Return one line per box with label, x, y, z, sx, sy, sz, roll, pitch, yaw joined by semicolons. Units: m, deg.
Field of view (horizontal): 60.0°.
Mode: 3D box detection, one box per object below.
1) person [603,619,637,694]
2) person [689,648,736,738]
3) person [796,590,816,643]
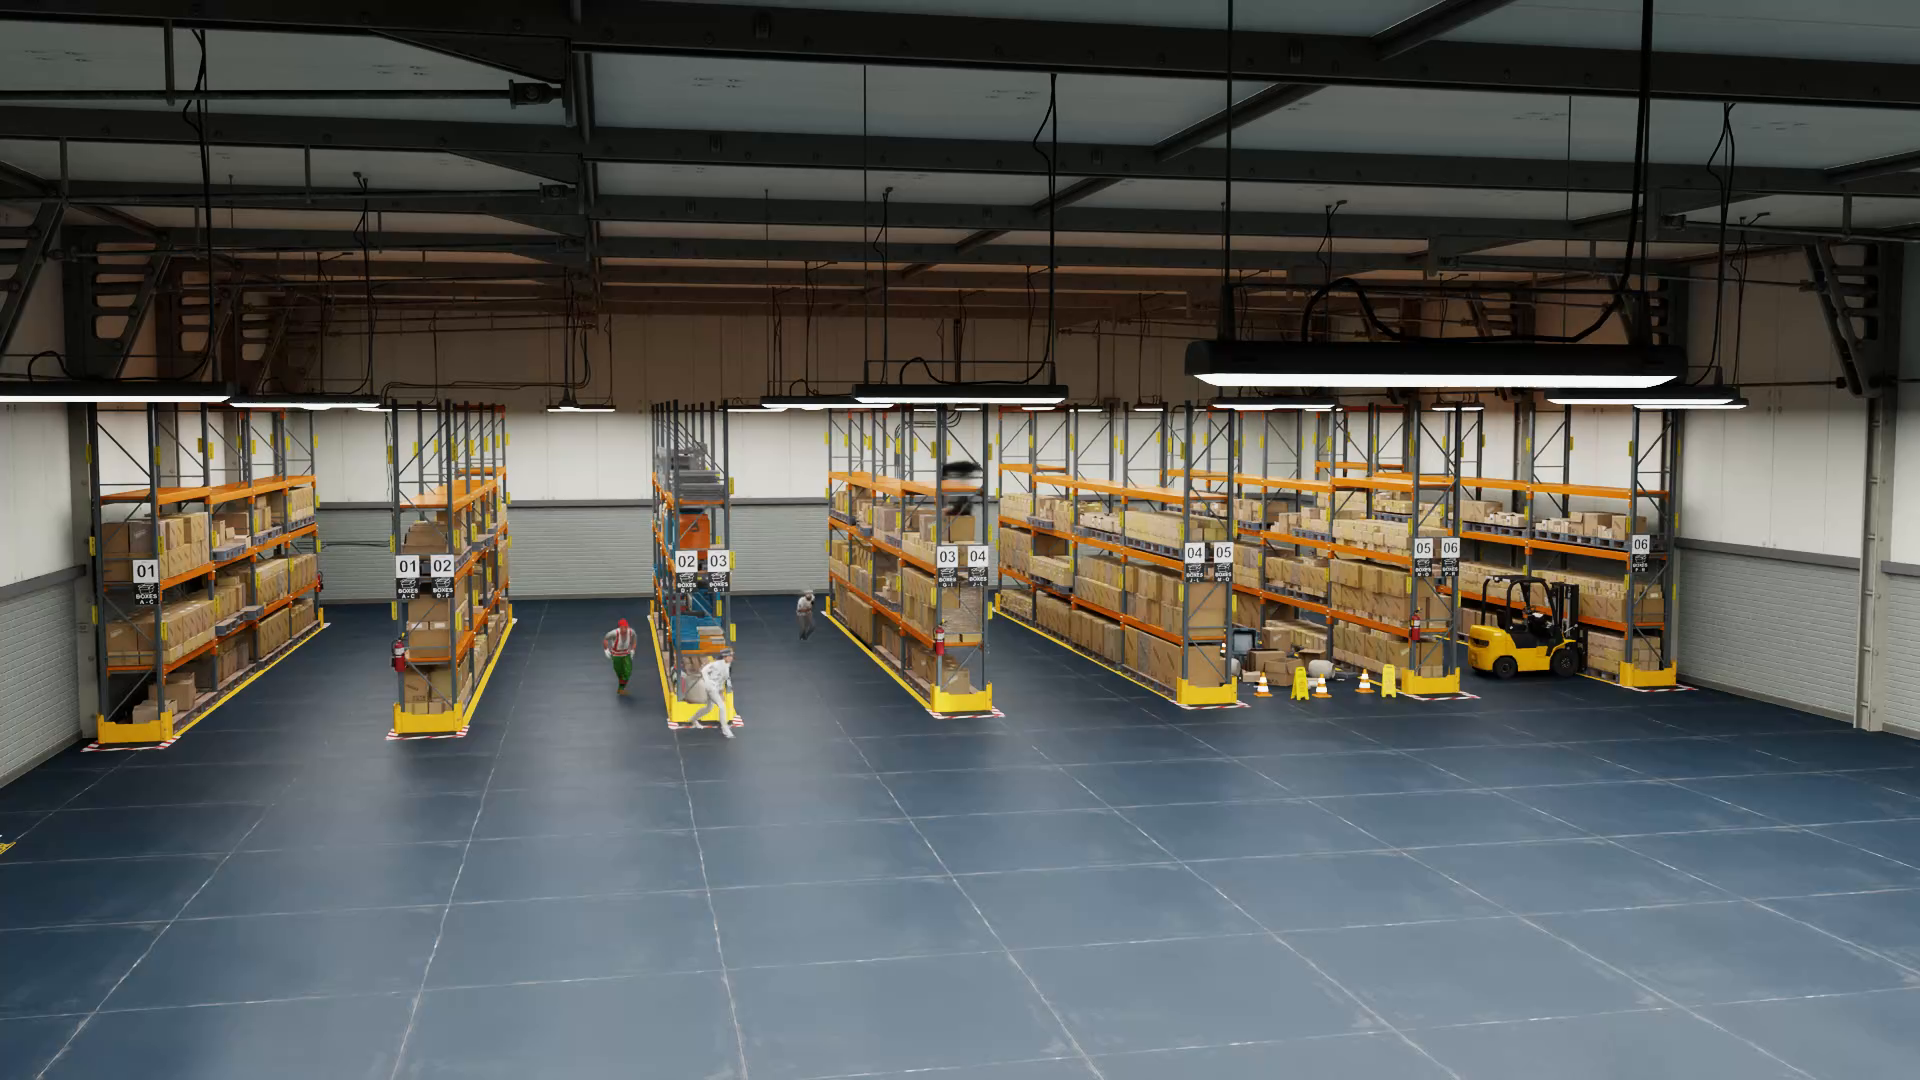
person;-6.951;2.379;34.013;0.679;1.588;0.951;-1;5;-19
person;-4.439;2.716;29.615;0.980;1.635;0.658;2;5;29
person;-3.843;1.916;41.469;0.577;1.397;0.940;-3;5;-32
